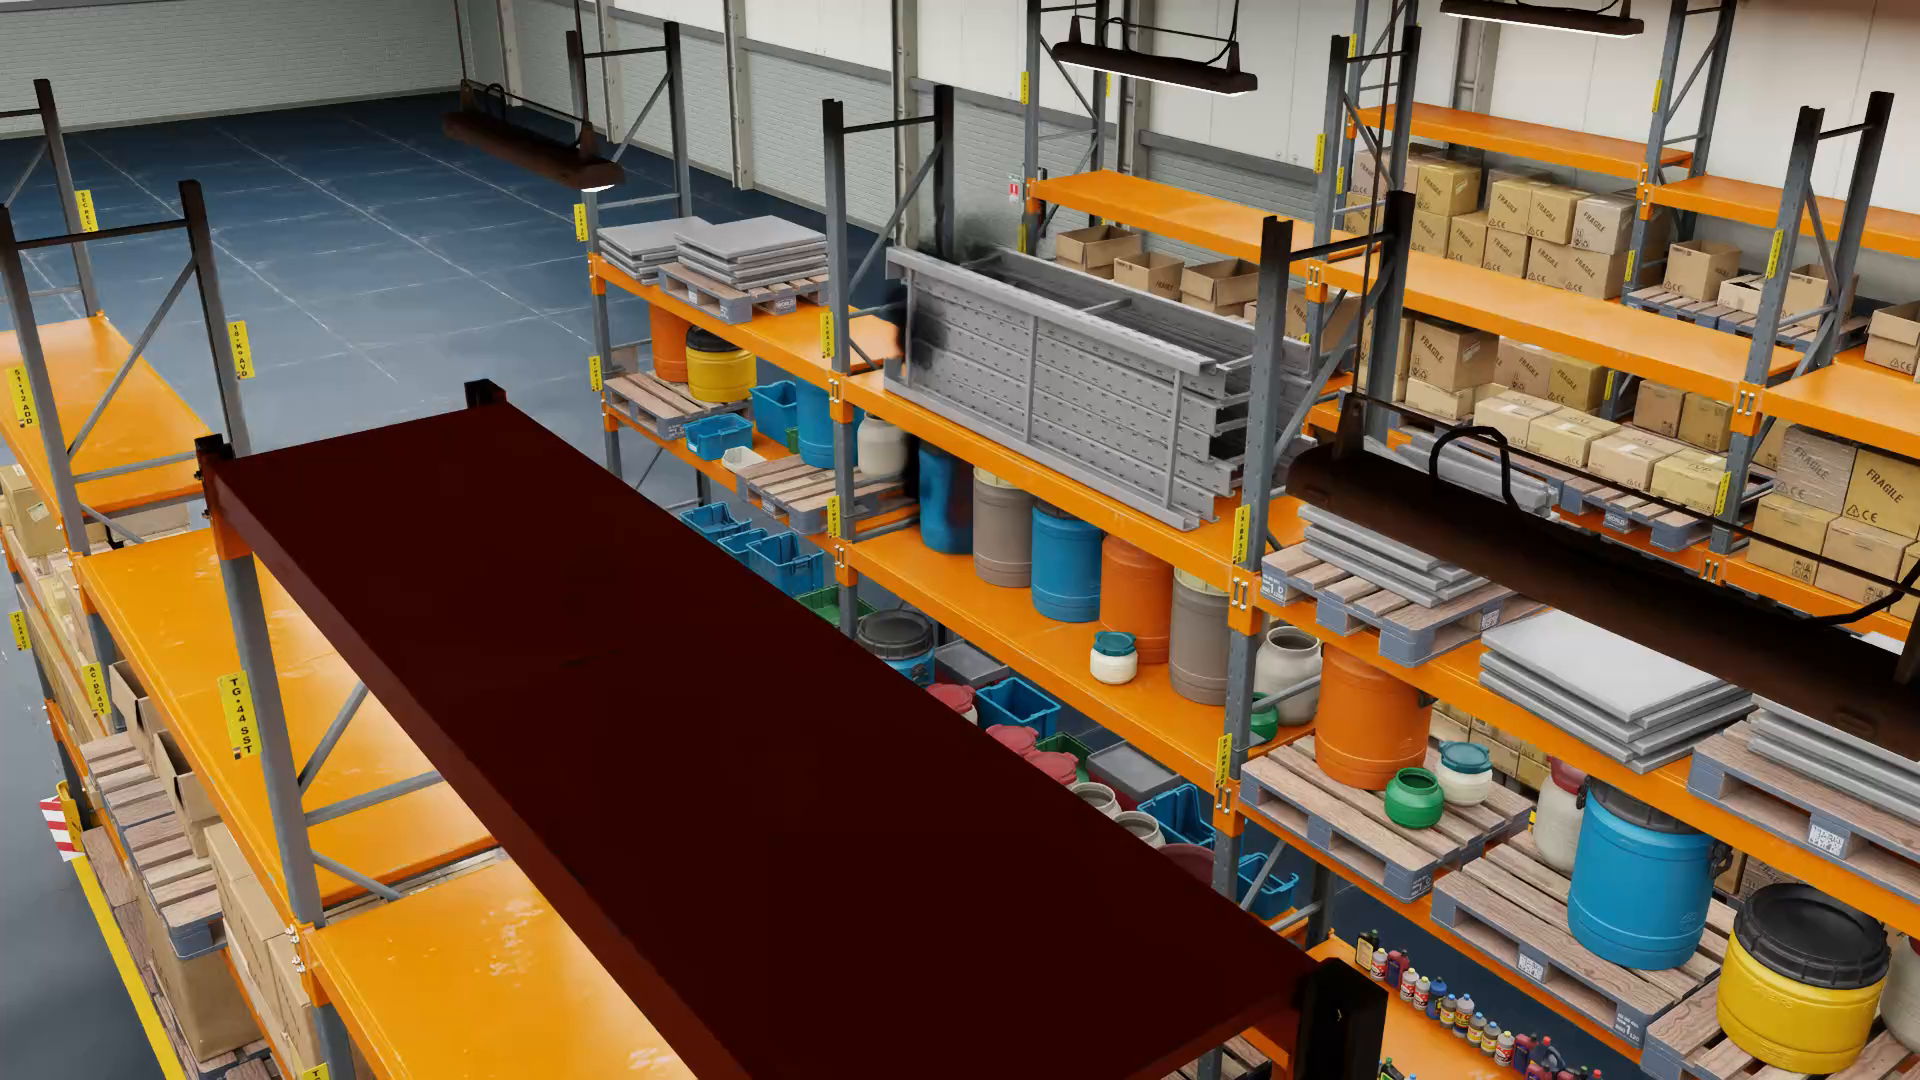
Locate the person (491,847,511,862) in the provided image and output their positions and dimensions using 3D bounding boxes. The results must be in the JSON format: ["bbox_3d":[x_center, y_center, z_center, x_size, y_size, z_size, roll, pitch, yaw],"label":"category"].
[{"bbox_3d":[-3.065,2.393,11.046,0.672,1.825,0.765,-17,30,-33],"label":"person"}]
